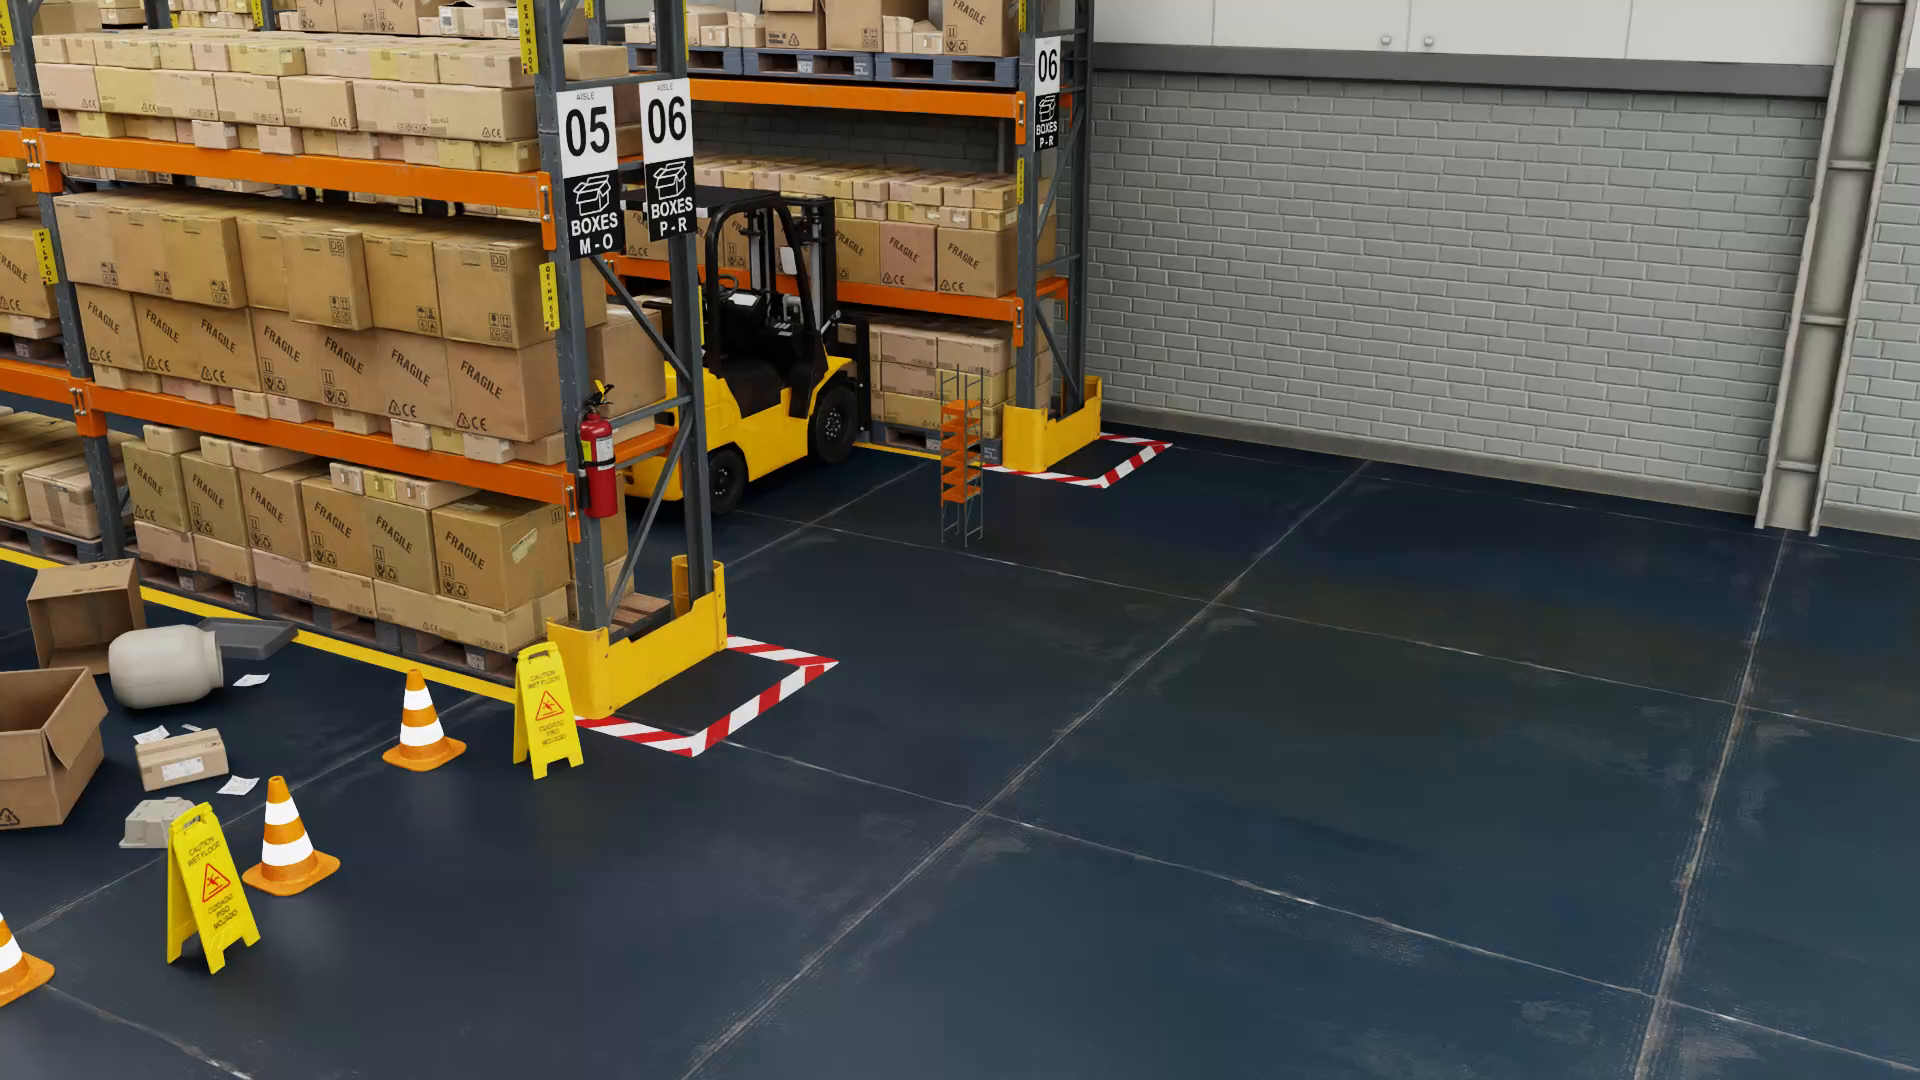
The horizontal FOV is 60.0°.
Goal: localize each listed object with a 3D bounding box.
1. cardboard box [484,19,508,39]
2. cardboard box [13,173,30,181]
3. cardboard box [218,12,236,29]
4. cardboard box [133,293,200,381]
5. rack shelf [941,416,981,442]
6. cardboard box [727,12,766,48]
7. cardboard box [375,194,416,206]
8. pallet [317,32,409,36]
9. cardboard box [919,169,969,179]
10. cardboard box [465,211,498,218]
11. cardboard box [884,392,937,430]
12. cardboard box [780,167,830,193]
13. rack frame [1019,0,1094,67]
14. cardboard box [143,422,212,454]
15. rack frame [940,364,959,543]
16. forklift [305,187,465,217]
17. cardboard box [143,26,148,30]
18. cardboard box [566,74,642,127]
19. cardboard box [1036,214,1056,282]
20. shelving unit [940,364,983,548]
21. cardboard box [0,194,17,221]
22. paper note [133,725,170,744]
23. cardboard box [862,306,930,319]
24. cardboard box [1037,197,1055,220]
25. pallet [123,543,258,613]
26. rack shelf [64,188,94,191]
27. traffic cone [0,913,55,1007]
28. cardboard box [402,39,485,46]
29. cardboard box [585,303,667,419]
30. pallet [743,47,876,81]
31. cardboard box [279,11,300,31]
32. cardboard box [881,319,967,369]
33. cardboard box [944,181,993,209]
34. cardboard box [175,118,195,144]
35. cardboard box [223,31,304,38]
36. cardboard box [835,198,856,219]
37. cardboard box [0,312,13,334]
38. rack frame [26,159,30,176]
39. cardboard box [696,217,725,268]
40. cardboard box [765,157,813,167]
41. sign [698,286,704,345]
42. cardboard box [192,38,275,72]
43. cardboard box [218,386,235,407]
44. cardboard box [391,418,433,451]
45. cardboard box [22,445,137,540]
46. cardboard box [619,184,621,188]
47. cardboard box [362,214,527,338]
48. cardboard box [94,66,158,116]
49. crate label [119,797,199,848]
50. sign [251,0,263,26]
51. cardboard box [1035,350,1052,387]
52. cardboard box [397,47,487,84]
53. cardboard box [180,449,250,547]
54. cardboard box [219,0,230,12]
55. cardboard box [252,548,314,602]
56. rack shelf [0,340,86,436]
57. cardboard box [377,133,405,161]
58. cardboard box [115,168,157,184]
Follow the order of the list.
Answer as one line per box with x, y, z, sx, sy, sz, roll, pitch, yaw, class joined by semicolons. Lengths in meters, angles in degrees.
-3.880;-4.418;14.353;0.250;0.149;0.380;11;23;27;cardboard box
-10.157;-3.979;18.304;0.250;0.149;0.380;11;23;28;cardboard box
-6.907;-5.017;16.035;0.250;0.149;0.380;10;22;26;cardboard box
-4.491;-1.265;9.870;0.500;0.500;0.500;11;23;27;cardboard box
0.013;-0.745;11.087;0.180;0.103;0.258;11;23;27;rack shelf
-1.624;-4.043;13.148;0.258;0.266;0.396;10;22;26;cardboard box
-5.111;-3.296;15.540;0.500;0.250;0.500;10;22;26;cardboard box
-5.628;-4.689;15.772;1.003;0.211;1.213;12;23;30;pallet
-0.127;-2.874;13.355;0.250;0.149;0.380;11;23;28;cardboard box
-4.199;-2.898;15.176;0.500;0.250;0.500;11;23;28;cardboard box
-0.273;-1.098;13.410;0.500;0.250;0.500;11;23;27;cardboard box
-1.248;-2.913;13.462;0.250;0.149;0.380;11;23;28;cardboard box
0.721;-4.944;11.798;0.127;3.000;1.000;11;23;27;rack frame
-4.726;-0.656;10.140;0.250;0.149;0.380;11;23;28;cardboard box
-0.067;-0.577;11.196;0.006;1.200;0.240;11;23;27;rack frame
-4.107;-1.842;12.144;1.130;2.935;3.031;-7;21;-19;forklift
-7.706;-4.973;16.498;0.500;0.250;0.500;11;23;27;cardboard box
-2.006;-2.288;8.658;0.500;0.250;0.500;10;22;26;cardboard box
0.423;-2.336;13.259;0.500;0.500;0.500;12;23;29;cardboard box
0.013;-0.562;11.154;0.189;1.200;0.258;11;23;27;shelving unit
-6.310;-2.120;10.661;0.250;0.149;0.380;10;22;26;cardboard box
-4.161;1.005;8.566;0.148;0.019;0.142;-16;26;-38;paper note
-0.476;-1.803;13.888;0.500;0.250;0.500;11;22;27;cardboard box
0.551;-2.609;13.062;0.250;0.149;0.380;10;22;26;cardboard box
-4.585;0.101;10.776;1.213;0.211;1.003;11;23;27;pallet
-8.010;-3.449;17.528;4.000;0.370;1.077;11;23;27;rack shelf
-3.794;1.526;6.478;0.334;0.463;0.336;11;23;27;traffic cone
-2.769;-2.606;8.950;0.250;0.149;0.380;11;23;27;cardboard box
-1.975;-0.994;9.123;0.500;0.500;0.500;10;22;26;cardboard box
-0.953;-3.820;13.228;1.213;0.211;1.003;11;23;27;pallet
-6.107;-4.850;15.519;0.250;0.166;0.380;11;23;27;cardboard box
-0.282;-1.566;13.232;0.500;0.250;0.500;11;23;28;cardboard box
0.075;-2.644;12.722;0.250;0.149;0.380;11;23;27;cardboard box
-4.138;-2.308;9.299;0.250;0.149;0.380;10;22;26;cardboard box
-4.067;-2.895;9.749;0.250;0.149;0.380;12;23;29;cardboard box
-0.851;-2.656;13.191;0.250;0.149;0.380;11;23;28;cardboard box
-5.995;-1.443;10.696;0.250;0.149;0.380;10;22;26;cardboard box
-9.756;-4.119;18.323;0.127;3.000;1.000;11;23;27;rack frame
-2.049;-2.603;13.995;0.500;0.500;0.500;11;23;28;cardboard box
-1.443;-3.151;14.120;0.250;0.149;0.380;10;22;26;cardboard box
-1.432;-1.214;9.044;0.005;0.325;0.100;11;23;27;sign
-3.910;-2.628;9.011;0.250;0.149;0.380;10;22;26;cardboard box
-4.131;-0.897;9.806;0.250;0.149;0.380;11;23;27;cardboard box
-2.856;-0.618;9.038;0.250;0.149;0.380;11;23;28;cardboard box
-5.648;-0.359;11.194;0.625;0.372;0.950;11;23;28;cardboard box
-3.178;-3.132;14.502;0.250;0.149;0.380;12;23;29;cardboard box
-2.688;-1.409;8.801;0.500;0.500;0.700;11;23;28;cardboard box
-4.484;-2.552;9.388;0.500;0.250;0.500;11;22;27;cardboard box
-3.663;1.287;7.615;0.298;0.136;0.250;0;20;-1;crate label
-6.530;-4.946;15.445;0.005;0.325;0.100;11;23;27;sign
0.411;-1.404;13.519;0.500;0.250;0.500;11;23;28;cardboard box
-2.574;-2.372;8.306;0.250;0.149;0.380;11;22;27;cardboard box
-4.333;-0.304;10.121;0.500;0.500;0.500;12;23;29;cardboard box
-6.886;-5.165;16.006;0.250;0.149;0.380;10;22;25;cardboard box
-3.870;0.136;10.008;0.500;0.250;0.500;10;22;27;cardboard box
-6.935;-1.305;11.619;4.000;0.370;1.077;11;23;27;rack shelf
-2.782;-2.061;8.619;0.250;0.149;0.380;11;23;28;cardboard box
-8.305;-4.000;17.231;0.500;0.500;0.700;11;23;27;cardboard box
